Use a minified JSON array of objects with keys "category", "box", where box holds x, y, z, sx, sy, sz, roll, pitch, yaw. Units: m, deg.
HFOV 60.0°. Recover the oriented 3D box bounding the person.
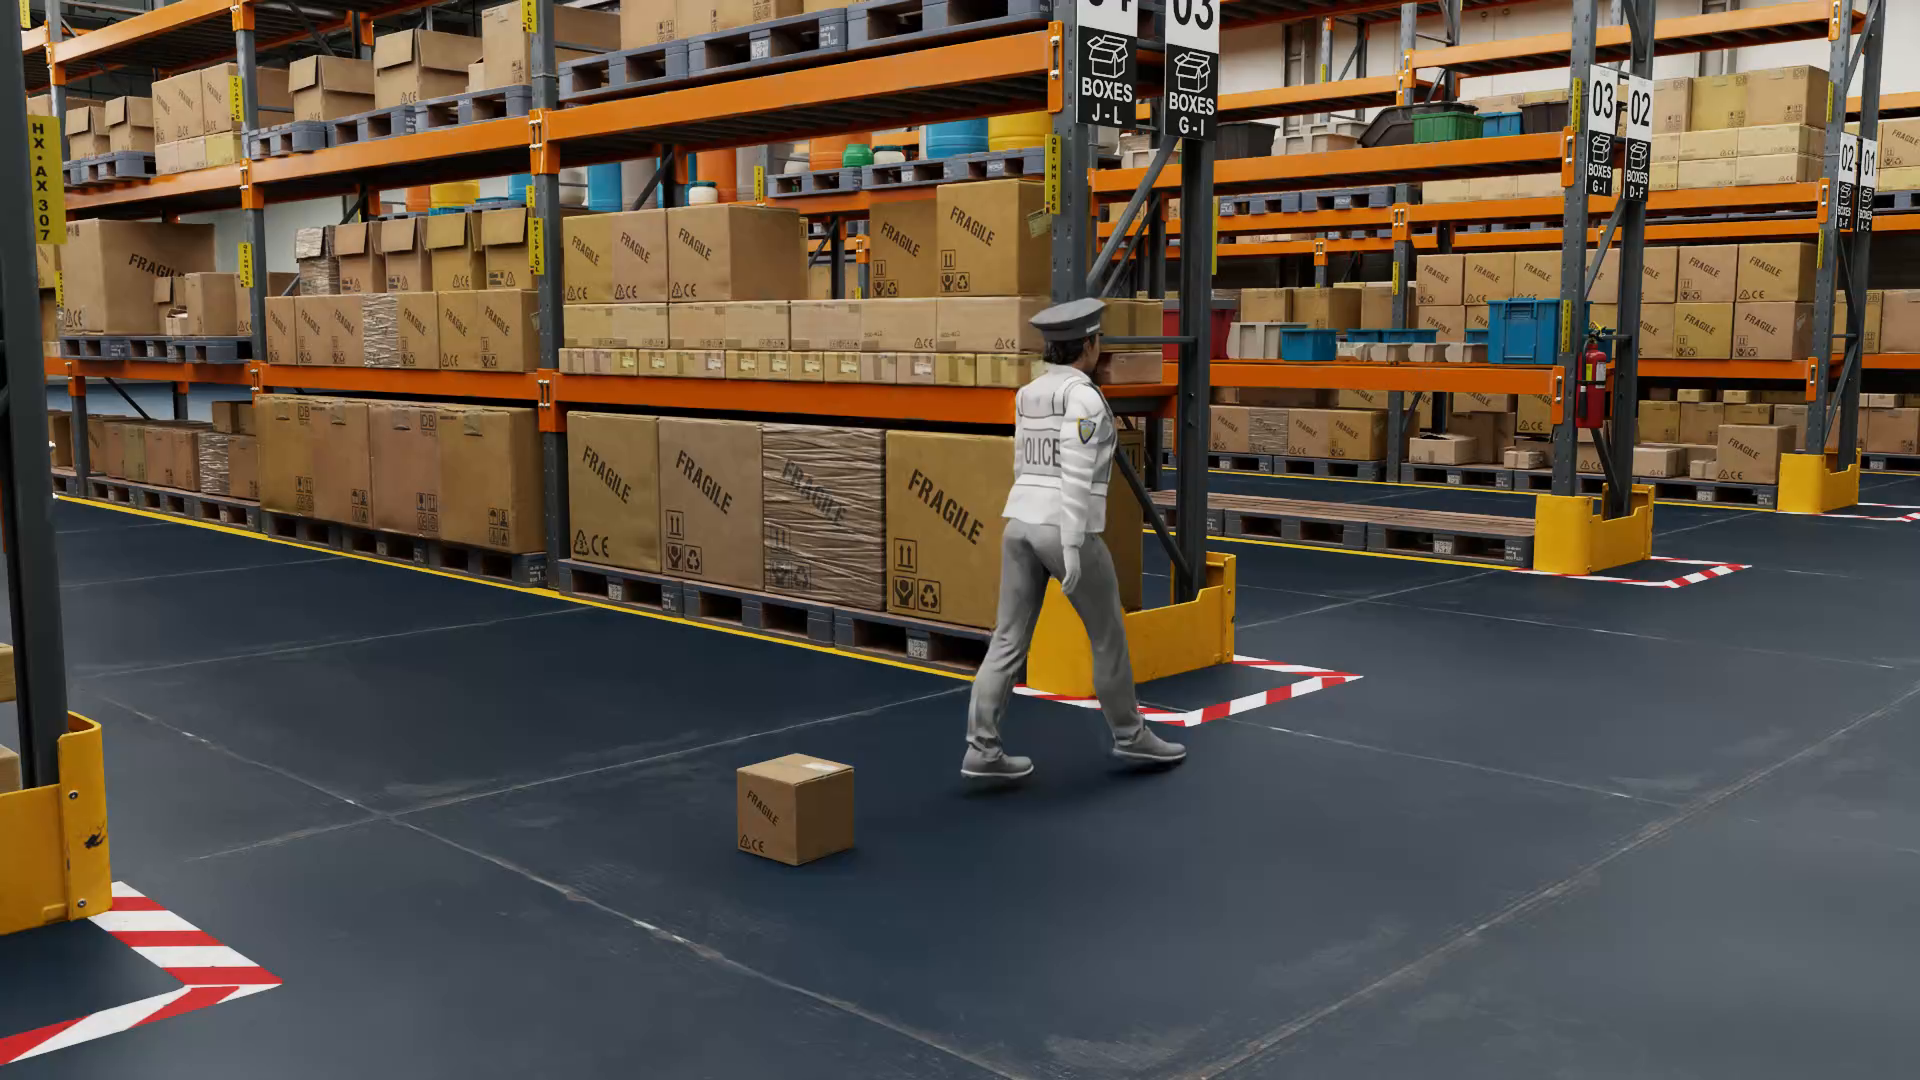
[{"category":"person","box":[0.360,-0.014,5.751,0.892,1.638,0.509,-6,9,-39]}]
